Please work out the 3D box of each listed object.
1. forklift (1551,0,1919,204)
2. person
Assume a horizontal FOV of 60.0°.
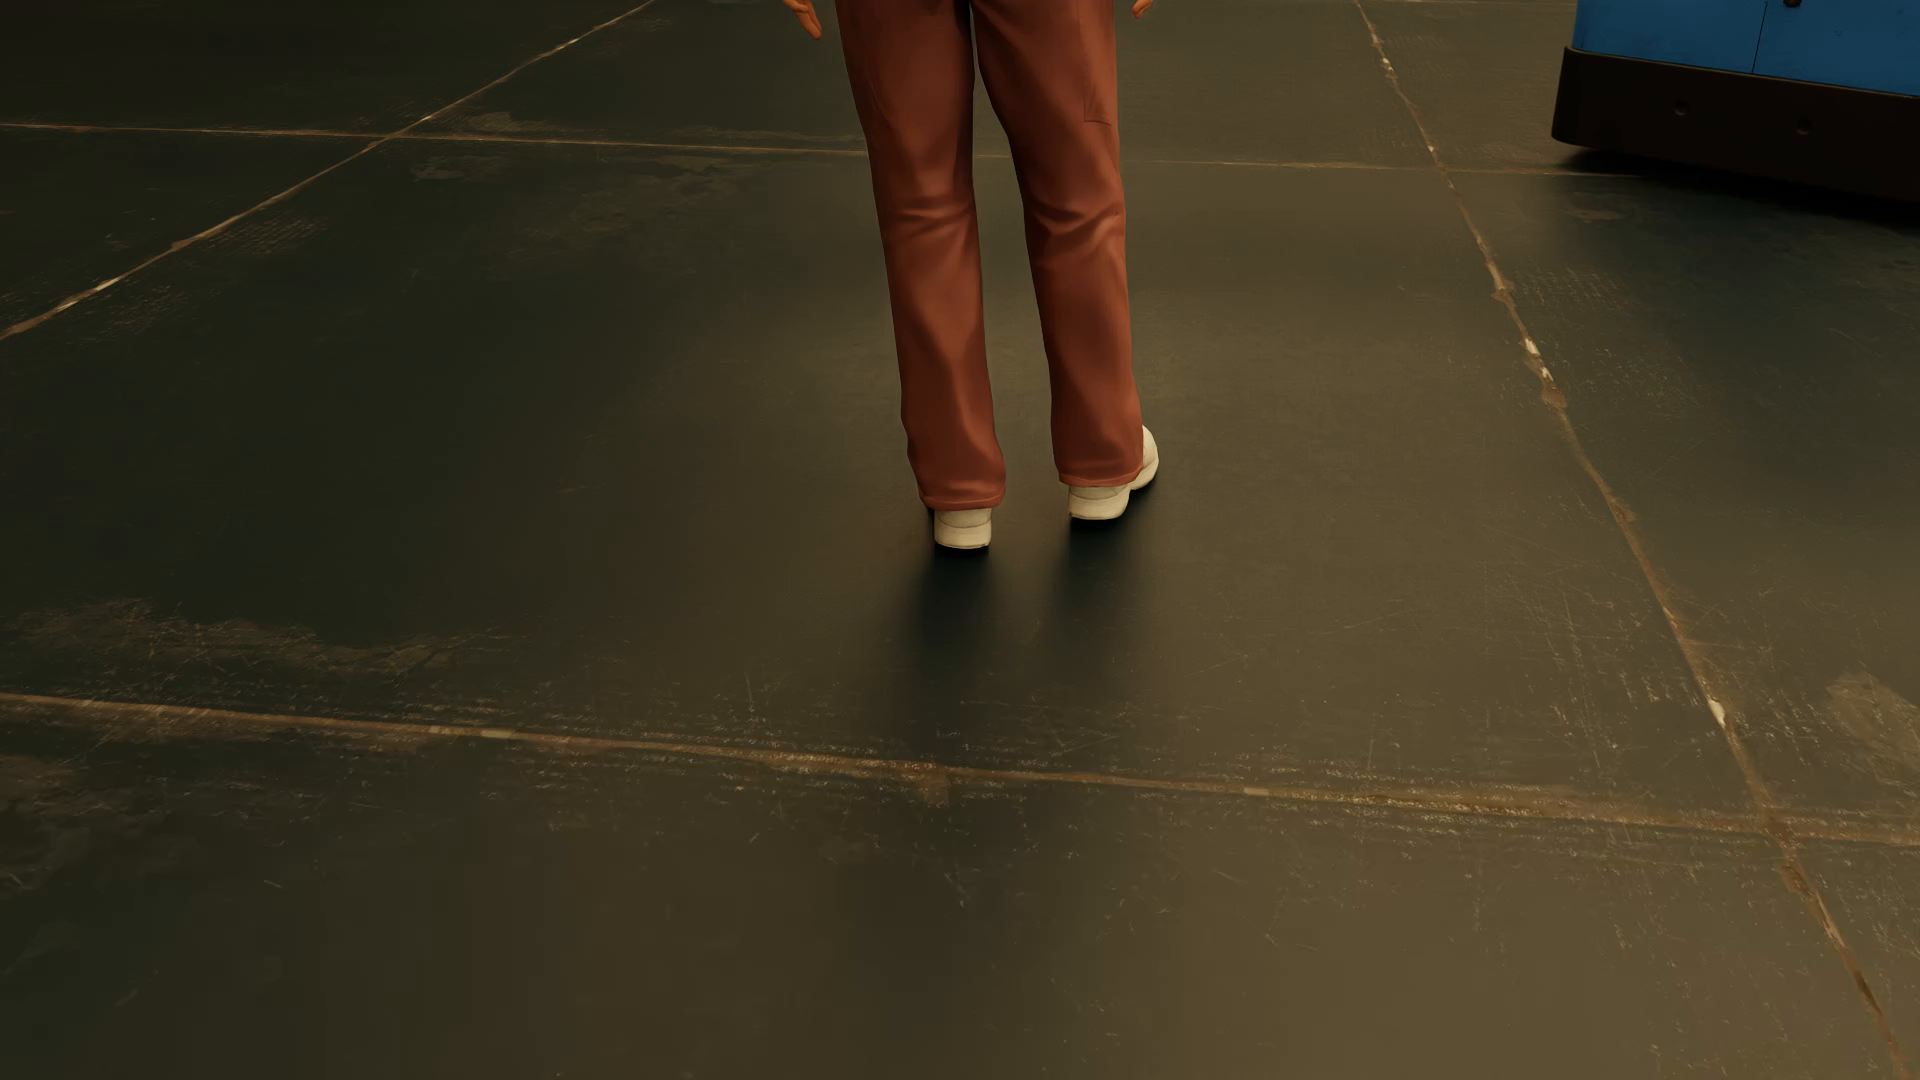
[{"bbox_3d":[3.007,-2.660,4.550,1.130,2.935,3.031,24,35,39],"label":"forklift"},{"bbox_3d":[0.022,-0.788,2.186,0.553,1.675,0.549,3,27,7],"label":"person"}]
